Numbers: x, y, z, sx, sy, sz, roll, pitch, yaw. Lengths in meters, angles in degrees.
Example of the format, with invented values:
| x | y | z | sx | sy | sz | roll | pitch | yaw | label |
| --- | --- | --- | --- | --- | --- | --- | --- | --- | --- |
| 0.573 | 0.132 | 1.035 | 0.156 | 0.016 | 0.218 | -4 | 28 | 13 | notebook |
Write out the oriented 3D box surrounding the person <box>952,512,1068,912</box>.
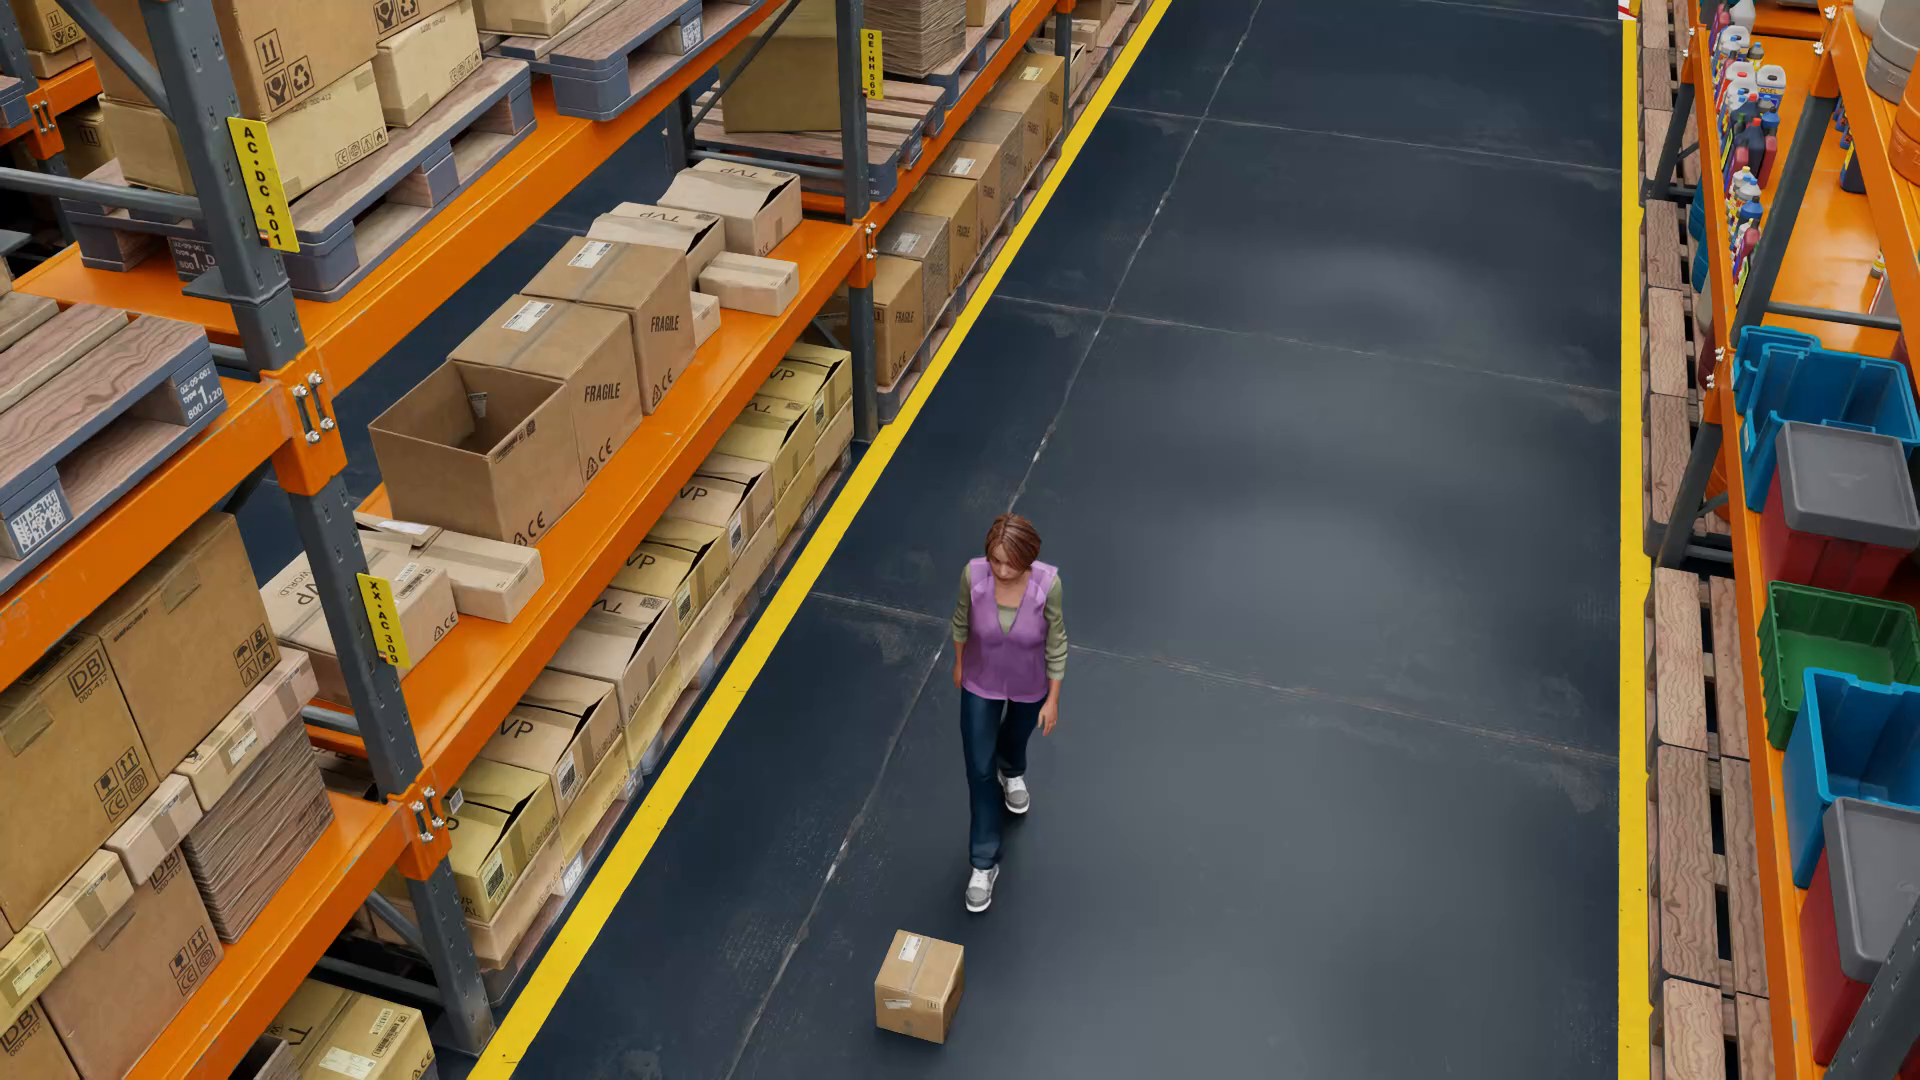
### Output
| x | y | z | sx | sy | sz | roll | pitch | yaw | label |
| --- | --- | --- | --- | --- | --- | --- | --- | --- | --- |
| 0.185 | 0.575 | 6.124 | 0.417 | 1.567 | 0.790 | -1 | 38 | -2 | person |
